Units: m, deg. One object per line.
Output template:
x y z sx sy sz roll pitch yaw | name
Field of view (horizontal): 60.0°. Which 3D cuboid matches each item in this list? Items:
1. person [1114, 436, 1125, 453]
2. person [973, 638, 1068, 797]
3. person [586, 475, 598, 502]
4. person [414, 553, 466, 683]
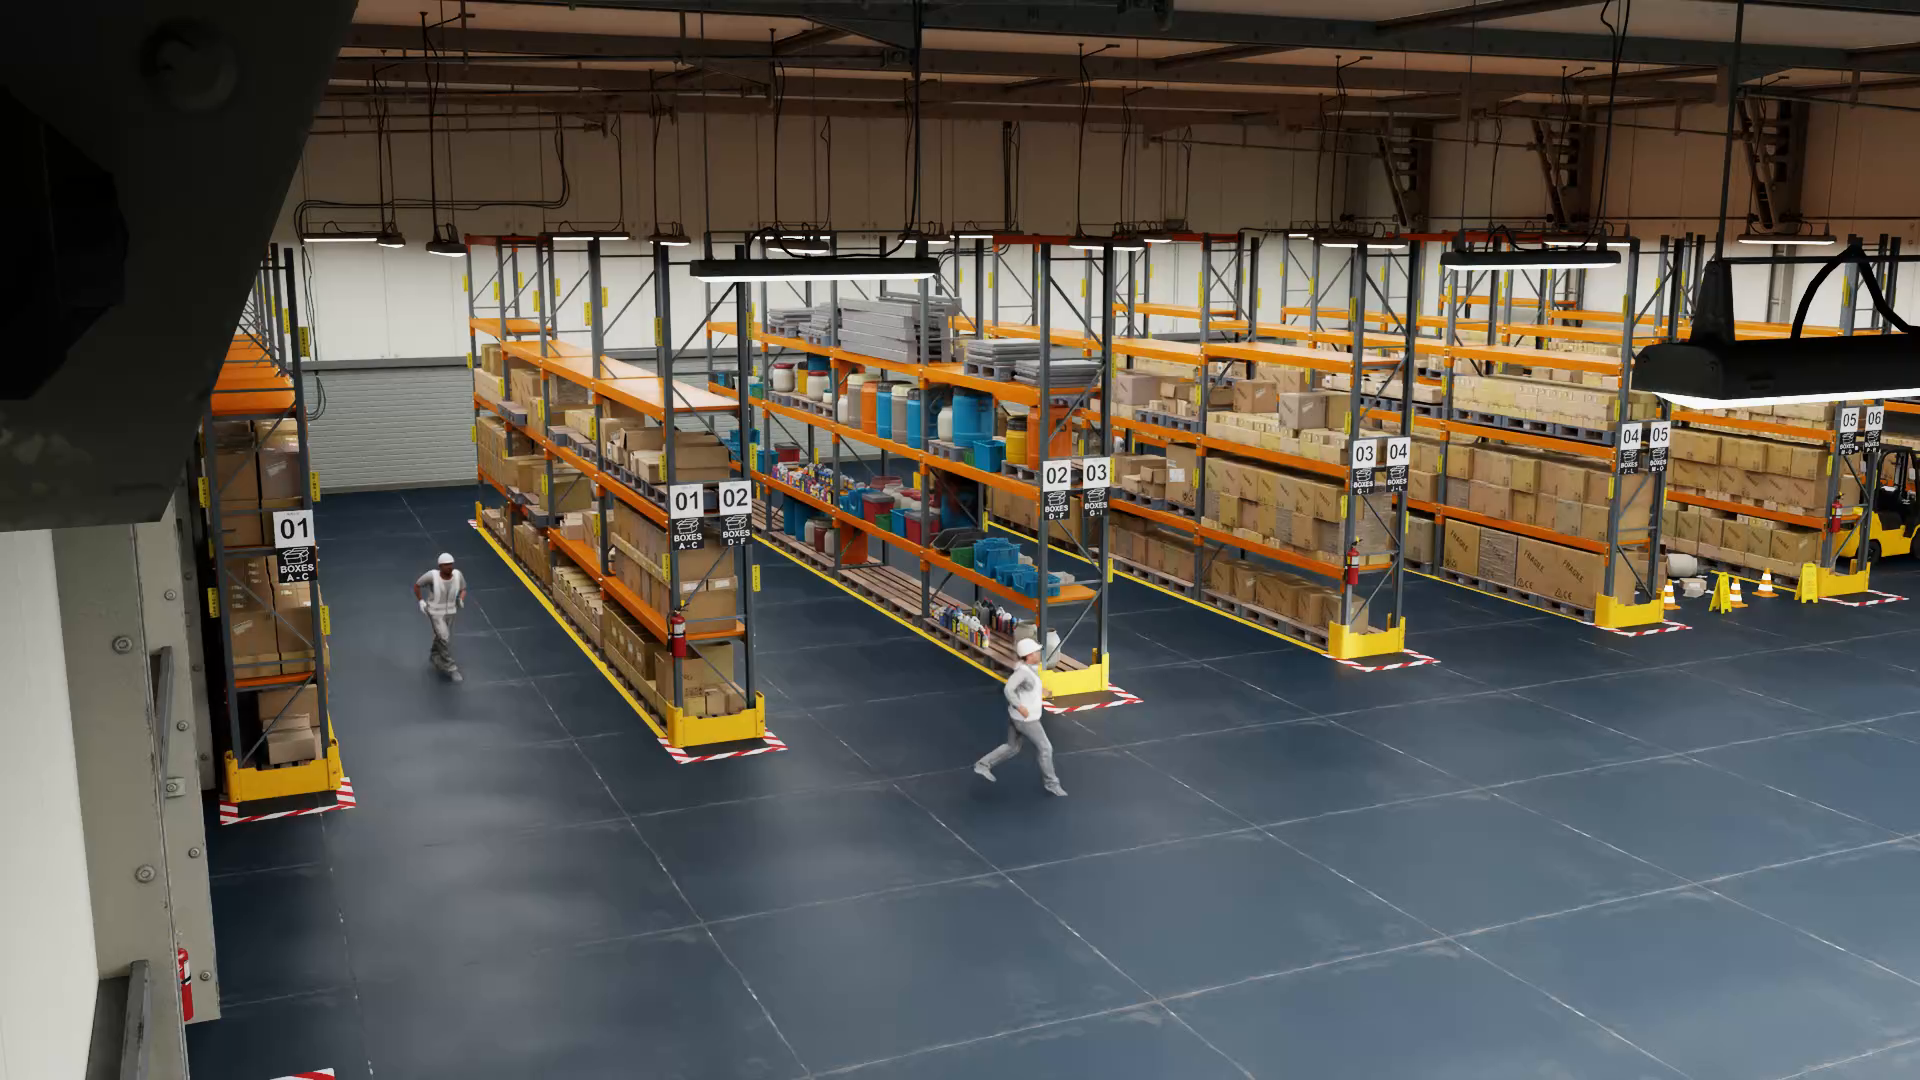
4.079 -2.748 42.680 0.712 1.745 0.835 7 13 33 | person
0.673 1.974 18.407 1.055 1.821 0.624 -1 11 -7 | person
-7.752 -1.244 35.073 0.715 1.780 0.817 -8 14 -36 | person
-7.222 1.032 23.168 0.685 1.789 0.967 -11 15 -43 | person
